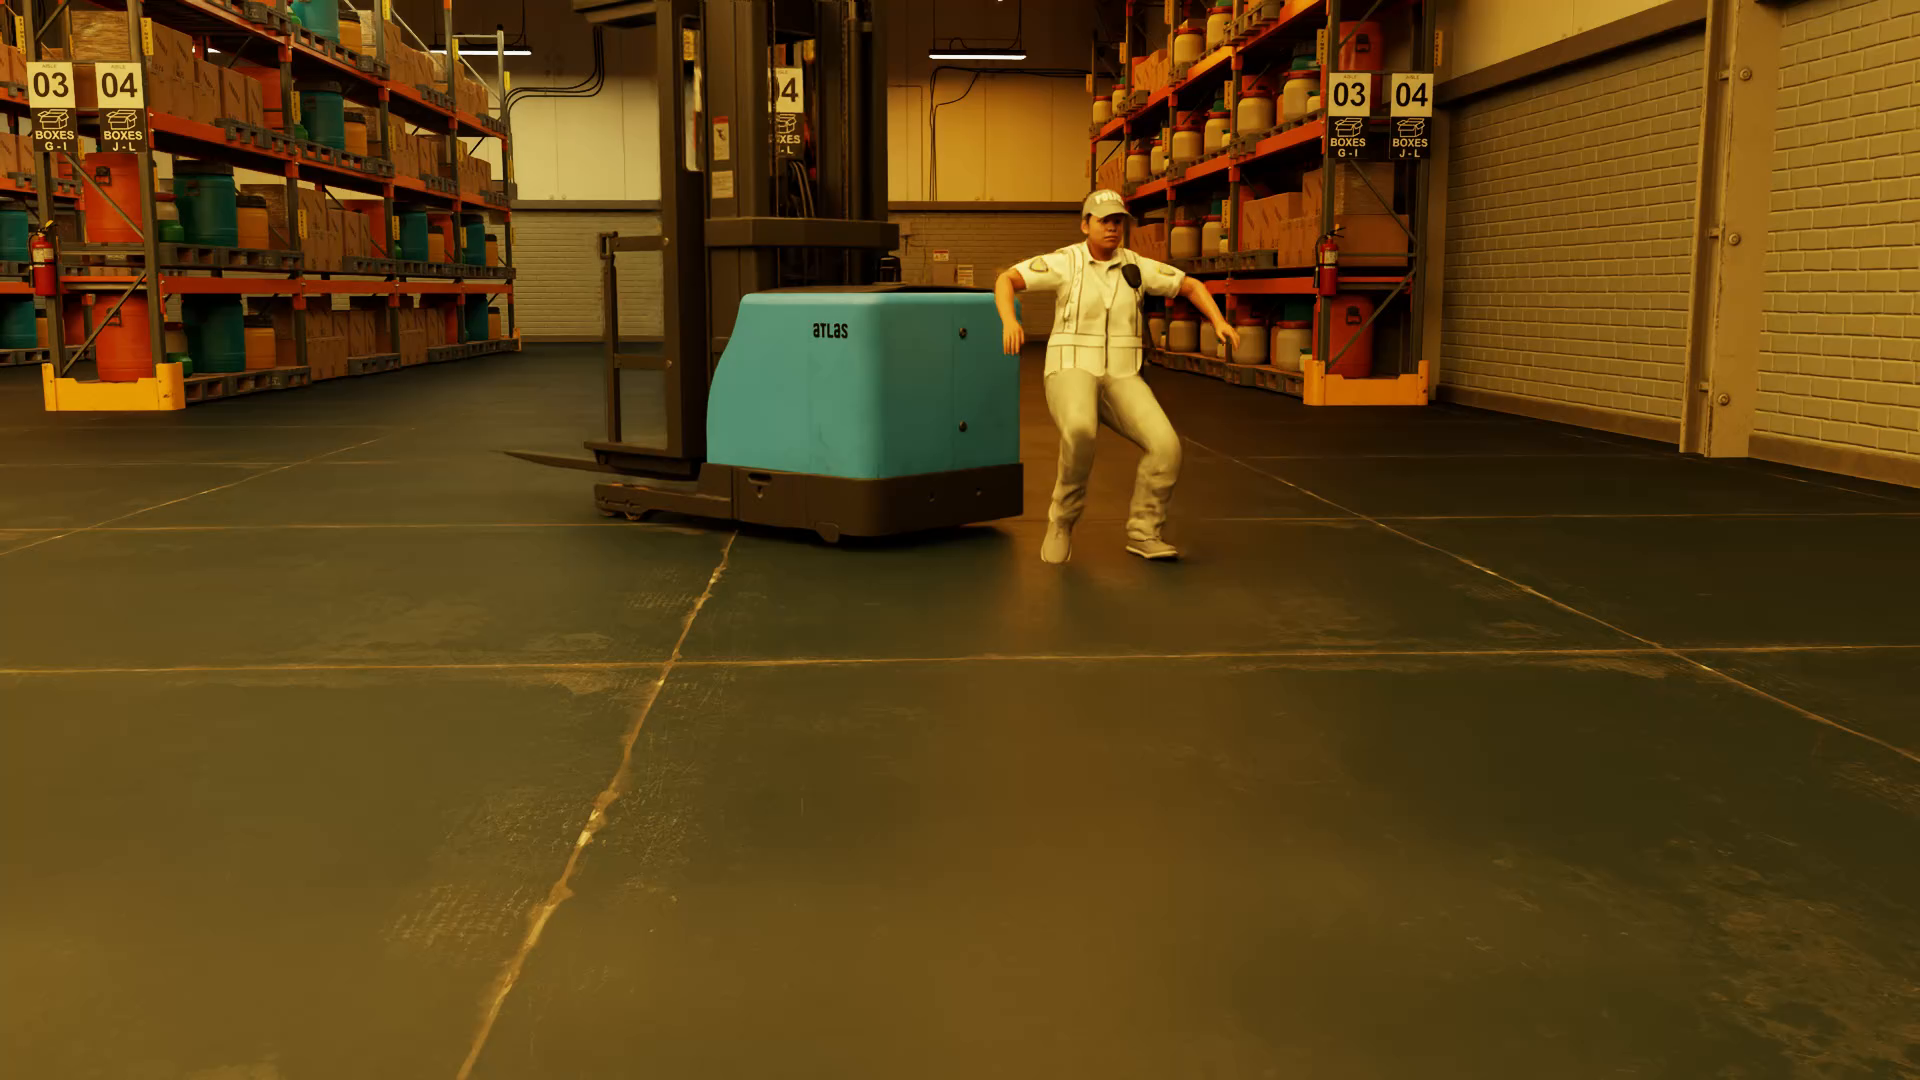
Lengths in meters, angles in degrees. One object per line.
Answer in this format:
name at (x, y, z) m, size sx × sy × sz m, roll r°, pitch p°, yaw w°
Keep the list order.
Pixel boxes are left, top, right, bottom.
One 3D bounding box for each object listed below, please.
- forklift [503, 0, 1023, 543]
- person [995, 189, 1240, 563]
forklift at (-1.137, -1.593, 8.057) m, size 3.031 × 2.935 × 1.130 m, roll 8°, pitch 11°, yaw 42°
person at (0.633, -0.670, 6.848) m, size 1.004 × 1.529 × 0.618 m, roll -2°, pitch 9°, yaw -13°
